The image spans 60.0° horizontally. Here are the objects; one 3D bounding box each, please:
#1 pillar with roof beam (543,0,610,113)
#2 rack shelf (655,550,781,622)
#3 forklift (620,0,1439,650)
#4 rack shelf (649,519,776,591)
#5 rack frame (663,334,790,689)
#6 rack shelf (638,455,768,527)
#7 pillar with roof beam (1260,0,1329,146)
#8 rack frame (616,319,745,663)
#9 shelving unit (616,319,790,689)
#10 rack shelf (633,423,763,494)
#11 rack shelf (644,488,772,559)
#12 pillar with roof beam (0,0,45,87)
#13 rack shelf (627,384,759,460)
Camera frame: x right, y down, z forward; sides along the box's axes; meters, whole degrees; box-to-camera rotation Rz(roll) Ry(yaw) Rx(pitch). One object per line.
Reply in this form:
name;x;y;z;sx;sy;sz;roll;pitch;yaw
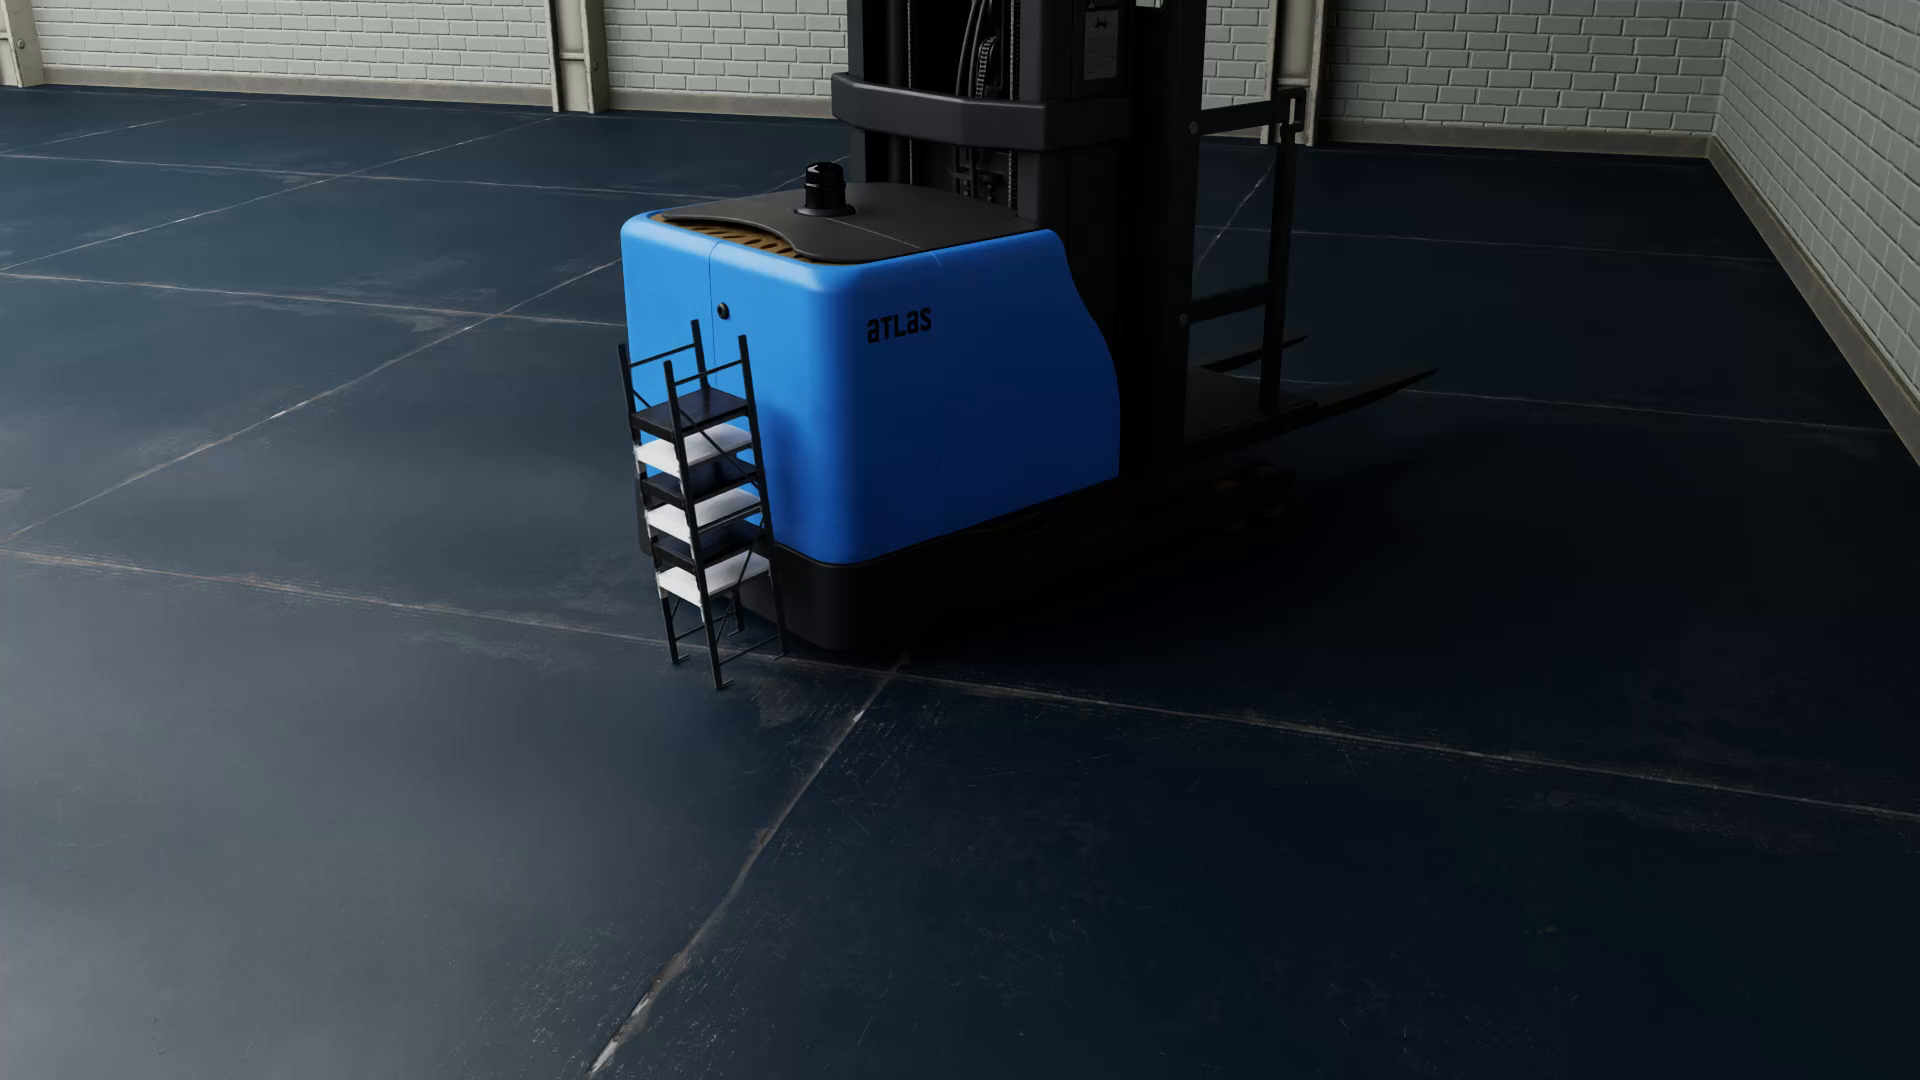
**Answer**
pillar with roof beam;-4.482;-6.288;8.743;0.400;9.000;9.100;7;23;16
rack shelf;-0.633;0.105;4.357;0.258;0.077;0.200;-25;33;-36
forklift;0.463;-1.514;5.099;3.031;2.935;1.130;-19;29;-38
rack shelf;-0.640;0.024;4.318;0.258;0.077;0.200;-25;33;-36
rack frame;-0.580;-0.058;4.195;0.240;0.900;0.006;-25;33;-36
rack shelf;-0.653;-0.137;4.239;0.258;0.077;0.200;-25;33;-36
pillar with roof beam;1.262;-5.631;7.139;0.400;9.000;9.100;7;23;16
rack frame;-0.718;-0.115;4.333;0.240;0.900;0.006;-25;33;-36
shelving unit;-0.649;-0.087;4.264;0.258;0.900;0.210;-25;33;-36
rack shelf;-0.660;-0.218;4.199;0.258;0.077;0.200;-25;33;-36
rack shelf;-0.646;-0.057;4.278;0.258;0.077;0.200;-25;33;-36
pillar with roof beam;-10.226;-6.946;10.346;0.400;9.000;9.100;7;23;16
rack shelf;-0.666;-0.299;4.160;0.258;0.077;0.200;-25;33;-36
